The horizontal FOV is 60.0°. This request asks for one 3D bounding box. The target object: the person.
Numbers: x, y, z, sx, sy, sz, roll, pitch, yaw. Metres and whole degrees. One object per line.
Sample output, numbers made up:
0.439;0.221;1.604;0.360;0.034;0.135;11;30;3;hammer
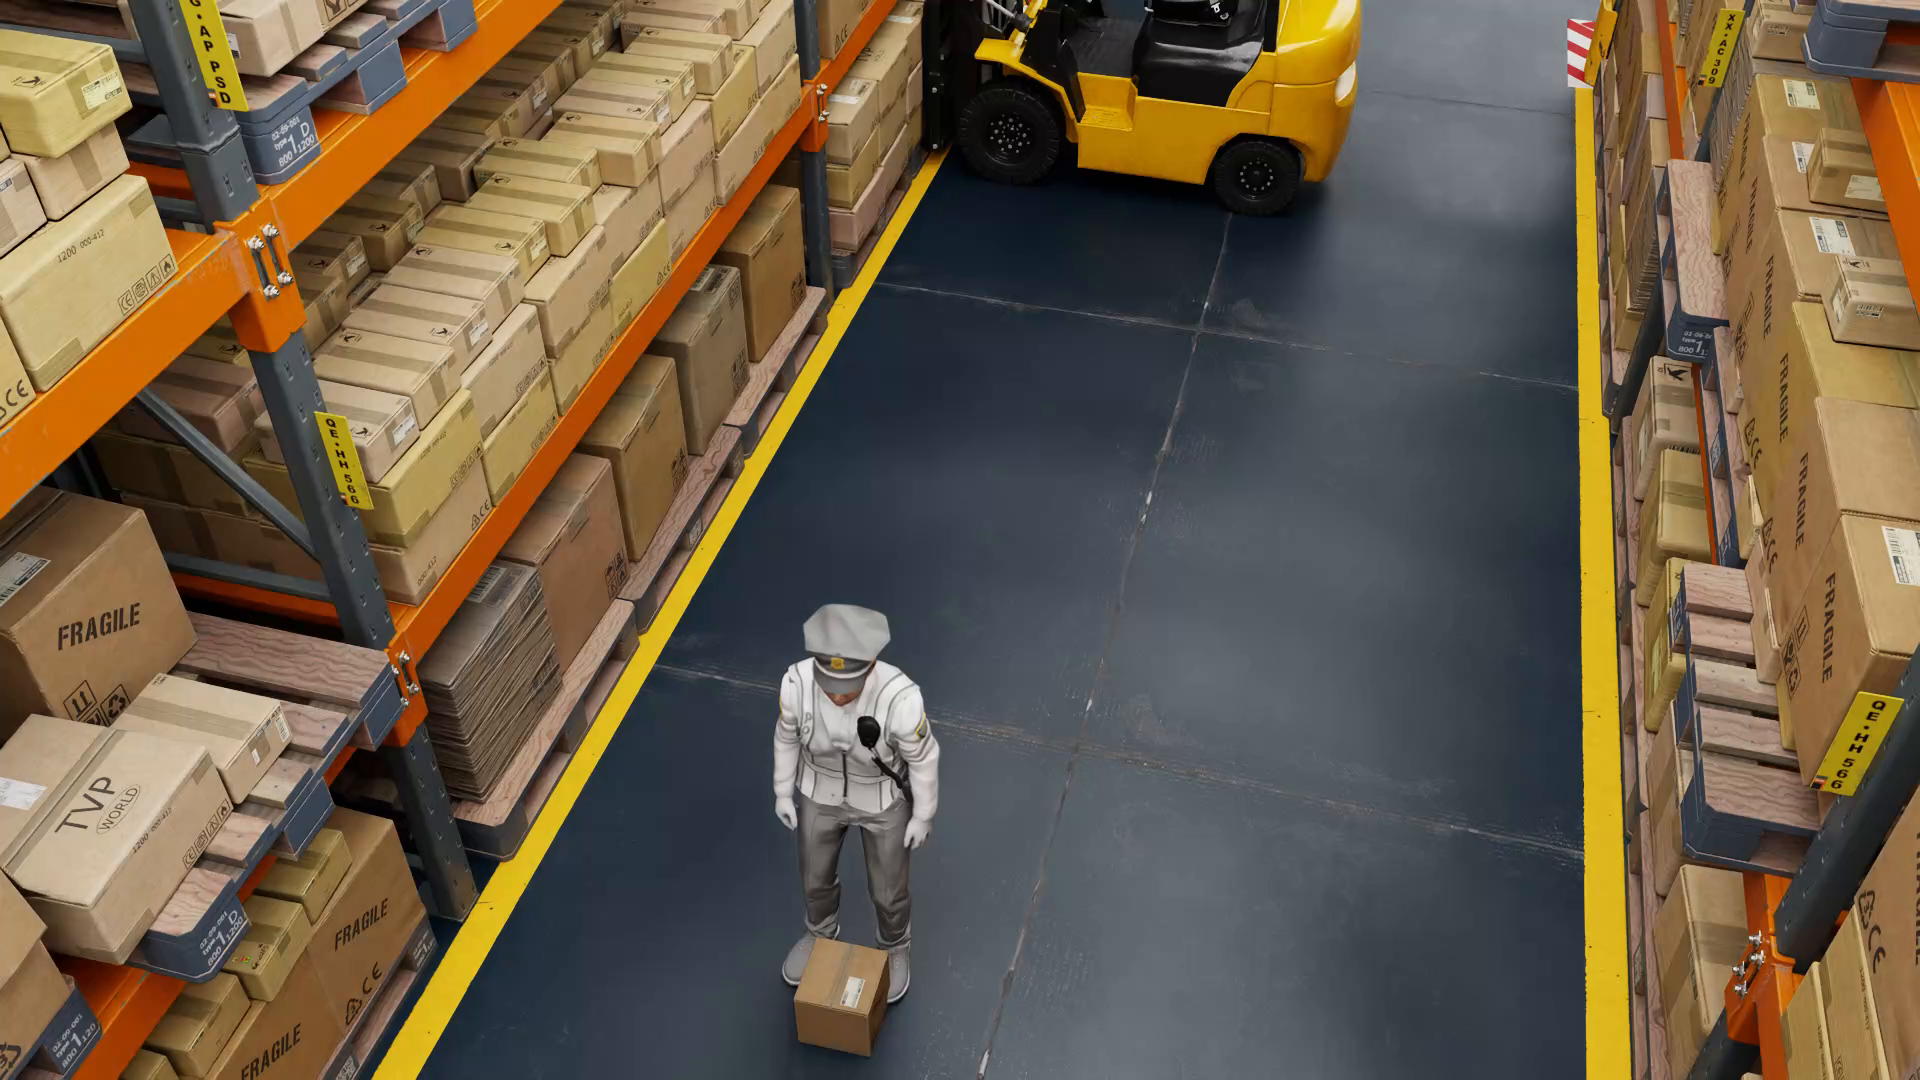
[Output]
-0.330;0.825;5.216;0.527;1.661;0.375;8;42;9;person
